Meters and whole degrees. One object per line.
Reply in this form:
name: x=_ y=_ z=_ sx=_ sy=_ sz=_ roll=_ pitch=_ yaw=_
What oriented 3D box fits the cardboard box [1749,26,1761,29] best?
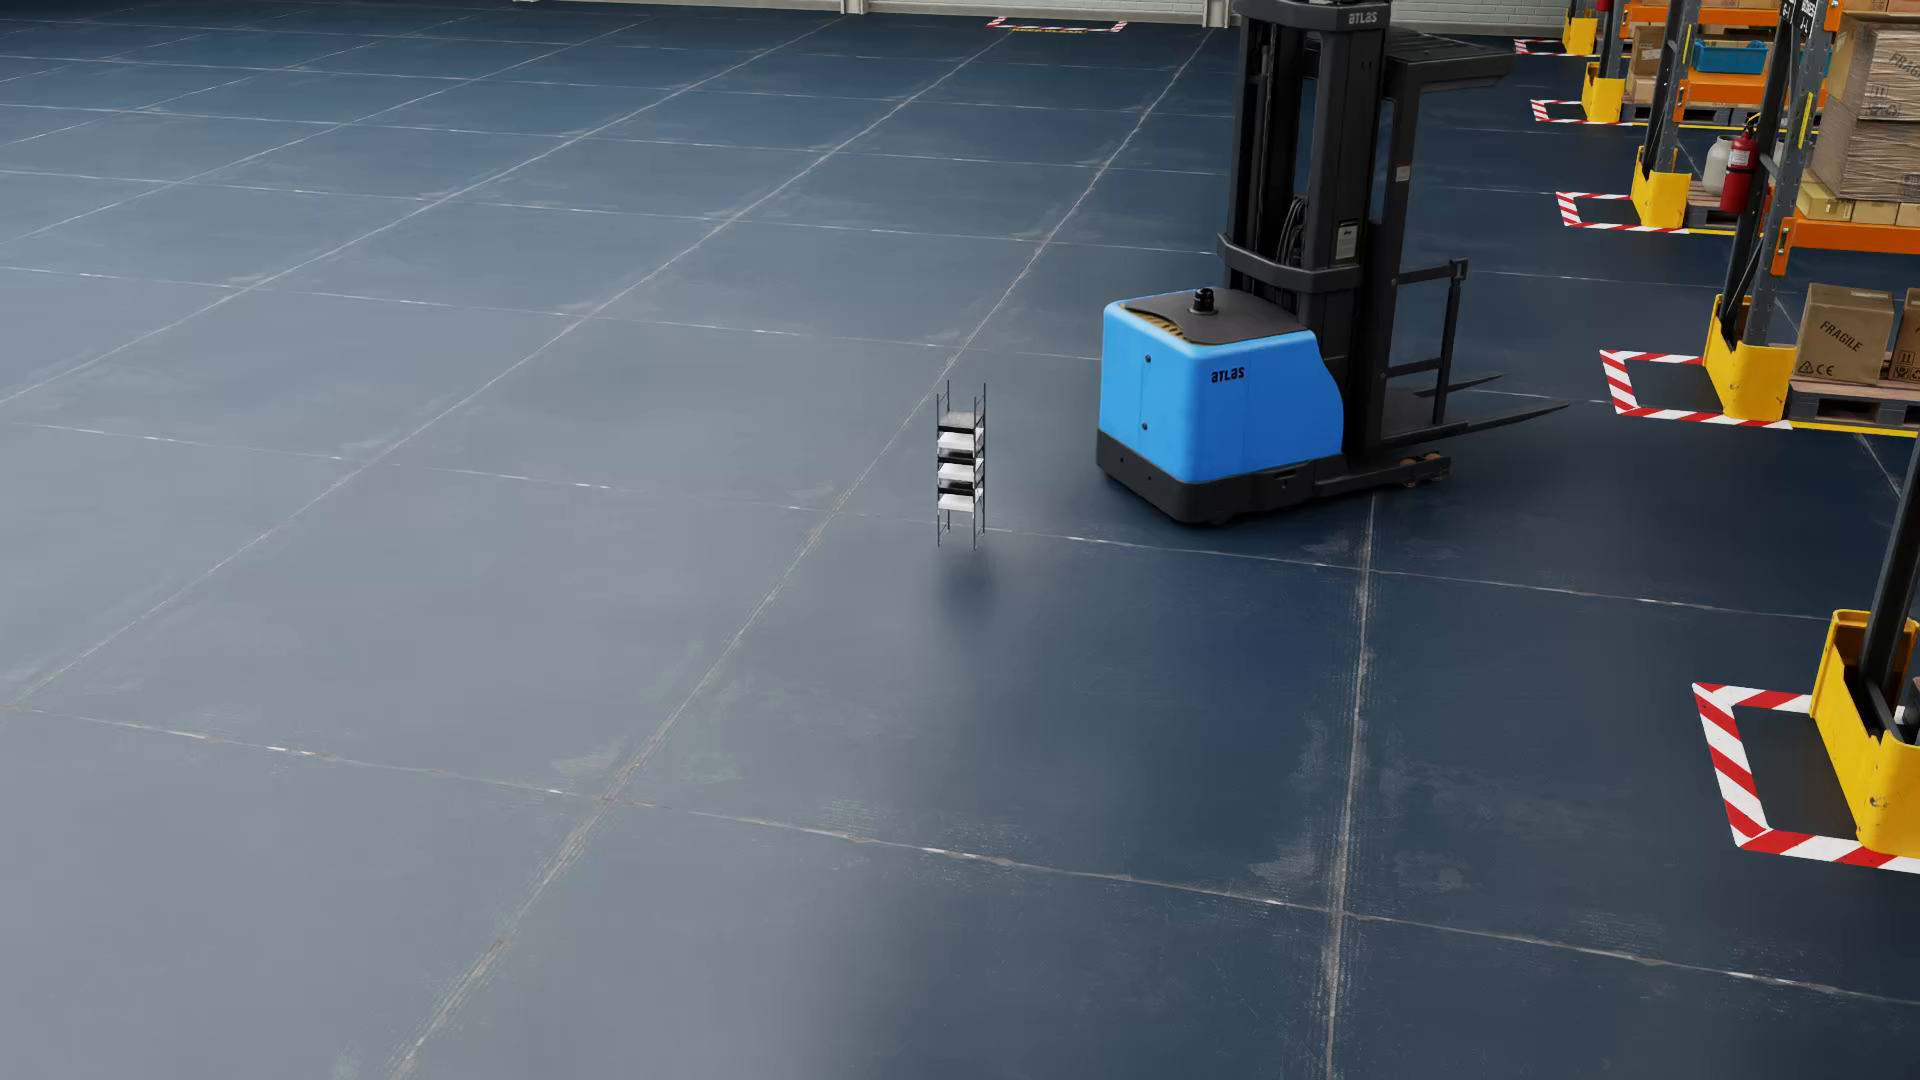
cardboard box: x=11.307 y=-7.238 z=23.767 sx=0.250 sy=0.149 sz=0.380 roll=4 pitch=26 yaw=9

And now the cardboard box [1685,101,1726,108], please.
cardboard box: x=8.696 y=-5.258 z=19.515 sx=0.500 sy=0.250 sz=0.500 roll=6 pitch=26 yaw=13

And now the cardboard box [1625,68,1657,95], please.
cardboard box: x=8.340 y=-5.526 z=20.077 sx=0.500 sy=0.250 sz=0.500 roll=6 pitch=26 yaw=13

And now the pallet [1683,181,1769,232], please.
pallet: x=7.380 y=-3.114 z=15.544 sx=1.213 sy=0.211 sz=1.003 roll=6 pitch=26 yaw=13

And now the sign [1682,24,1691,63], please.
sign: x=6.368 y=-4.347 z=14.569 sx=0.005 sy=0.325 sz=0.100 roll=6 pitch=26 yaw=13

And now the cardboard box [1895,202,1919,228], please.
cardboard box: x=5.968 y=-2.077 z=10.416 sx=0.250 sy=0.149 sz=0.380 roll=6 pitch=26 yaw=13

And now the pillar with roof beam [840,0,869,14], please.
pillar with roof beam: x=-2.824 y=-11.061 z=22.015 sx=0.400 sy=9.000 sz=9.100 roll=6 pitch=26 yaw=13

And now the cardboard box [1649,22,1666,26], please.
cardboard box: x=10.177 y=-7.387 z=23.892 sx=0.500 sy=0.311 sz=0.500 roll=9 pitch=27 yaw=17

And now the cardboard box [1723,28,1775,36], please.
cardboard box: x=9.312 y=-5.764 z=19.706 sx=0.500 sy=0.500 sz=0.500 roll=6 pitch=26 yaw=13

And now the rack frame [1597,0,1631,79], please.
rack frame: x=7.747 y=-6.512 z=19.439 sx=0.127 sy=3.000 sz=1.000 roll=6 pitch=26 yaw=13

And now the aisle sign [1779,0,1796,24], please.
aisle sign: x=5.291 y=-3.694 z=10.494 sx=0.004 sy=0.787 sz=0.394 roll=6 pitch=26 yaw=13

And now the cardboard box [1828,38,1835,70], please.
cardboard box: x=10.151 y=-5.440 z=19.024 sx=0.500 sy=0.500 sz=0.500 roll=6 pitch=26 yaw=13

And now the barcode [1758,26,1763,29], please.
barcode: x=11.467 y=-7.332 z=23.837 sx=0.075 sy=0.075 sz=0.001 roll=6 pitch=26 yaw=13

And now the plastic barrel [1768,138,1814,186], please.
plastic barrel: x=7.651 y=-3.424 z=15.359 sx=0.421 sy=0.512 sz=0.421 roll=0 pitch=25 yaw=0

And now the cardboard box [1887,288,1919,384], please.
cardboard box: x=6.464 y=-1.326 z=10.965 sx=0.500 sy=0.500 sz=0.500 roll=14 pitch=29 yaw=26

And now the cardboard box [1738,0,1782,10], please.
cardboard box: x=9.185 y=-6.392 z=19.070 sx=0.500 sy=0.500 sz=0.700 roll=6 pitch=26 yaw=13

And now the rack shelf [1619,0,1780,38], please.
rack shelf: x=9.684 y=-5.973 z=19.144 sx=4.000 sy=0.370 sz=1.077 roll=6 pitch=26 yaw=13

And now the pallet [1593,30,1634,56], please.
pallet: x=9.828 y=-7.206 z=24.140 sx=1.213 sy=0.211 sz=1.003 roll=6 pitch=26 yaw=13

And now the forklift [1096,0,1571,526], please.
forklift: x=2.374 y=-1.827 z=9.678 sx=3.031 sy=2.935 sz=1.130 roll=-12 pitch=28 yaw=-24

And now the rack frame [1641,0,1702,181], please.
rack frame: x=6.509 y=-4.450 z=15.108 sx=0.127 sy=3.000 sz=1.000 roll=6 pitch=26 yaw=13

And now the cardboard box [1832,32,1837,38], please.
cardboard box: x=10.281 y=-5.658 z=19.482 sx=0.500 sy=0.500 sz=0.500 roll=6 pitch=26 yaw=13

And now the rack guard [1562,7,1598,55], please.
rack guard: x=9.050 y=-7.438 z=24.292 sx=0.348 sy=0.500 sz=1.175 roll=6 pitch=26 yaw=13

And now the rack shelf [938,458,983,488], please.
rack shelf: x=0.008 y=-0.375 z=9.069 sx=0.200 sy=0.077 sz=0.258 roll=6 pitch=26 yaw=13

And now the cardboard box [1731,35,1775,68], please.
cardboard box: x=9.183 y=-5.548 z=19.251 sx=0.500 sy=0.500 sz=0.500 roll=6 pitch=26 yaw=13

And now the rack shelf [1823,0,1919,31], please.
rack shelf: x=7.213 y=-3.204 z=9.837 sx=4.000 sy=0.370 sz=1.077 roll=6 pitch=26 yaw=13

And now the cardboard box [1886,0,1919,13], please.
cardboard box: x=10.677 y=-6.228 z=18.725 sx=0.500 sy=0.500 sz=0.700 roll=6 pitch=26 yaw=12

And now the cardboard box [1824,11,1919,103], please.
cardboard box: x=5.870 y=-3.063 z=10.569 sx=0.500 sy=0.500 sz=0.500 roll=6 pitch=26 yaw=13

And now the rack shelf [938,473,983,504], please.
rack shelf: x=0.008 y=-0.294 z=9.108 sx=0.200 sy=0.077 sz=0.258 roll=6 pitch=26 yaw=13

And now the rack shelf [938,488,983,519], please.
rack shelf: x=0.008 y=-0.213 z=9.146 sx=0.200 sy=0.077 sz=0.258 roll=6 pitch=26 yaw=13

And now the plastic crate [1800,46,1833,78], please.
plastic crate: x=7.696 y=-4.382 z=15.138 sx=0.408 sy=0.251 sz=0.499 roll=6 pitch=26 yaw=13

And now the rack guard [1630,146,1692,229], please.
rack guard: x=6.595 y=-3.333 z=15.669 sx=0.348 sy=0.500 sz=1.175 roll=6 pitch=26 yaw=13

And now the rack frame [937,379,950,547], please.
rack frame: x=-0.091 y=-0.416 z=9.078 sx=0.006 sy=0.900 sz=0.240 roll=6 pitch=26 yaw=13

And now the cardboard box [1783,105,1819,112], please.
cardboard box: x=9.663 y=-5.149 z=19.286 sx=0.500 sy=0.250 sz=0.500 roll=6 pitch=26 yaw=13

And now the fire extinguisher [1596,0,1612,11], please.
fire extinguisher: x=7.748 y=-6.683 z=19.888 sx=0.183 sy=0.674 sz=0.296 roll=6 pitch=26 yaw=13

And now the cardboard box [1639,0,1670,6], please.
cardboard box: x=8.196 y=-6.502 z=19.301 sx=0.500 sy=0.500 sz=0.700 roll=6 pitch=26 yaw=13

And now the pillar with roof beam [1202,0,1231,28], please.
pillar with roof beam: x=2.987 y=-10.419 z=20.665 sx=0.400 sy=9.000 sz=9.100 roll=6 pitch=26 yaw=13

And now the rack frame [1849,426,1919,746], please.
rack frame: x=3.943 y=-0.334 z=6.463 sx=0.127 sy=3.000 sz=1.000 roll=6 pitch=26 yaw=13

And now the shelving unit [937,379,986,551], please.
shelving unit: x=0.008 y=-0.405 z=9.055 sx=0.210 sy=0.900 sz=0.258 roll=6 pitch=26 yaw=13

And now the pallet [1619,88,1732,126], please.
pallet: x=8.498 y=-5.189 z=19.903 sx=1.213 sy=0.211 sz=1.003 roll=6 pitch=26 yaw=13

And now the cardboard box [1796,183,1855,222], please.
cardboard box: x=5.492 y=-2.145 z=10.558 sx=0.250 sy=0.149 sz=0.380 roll=6 pitch=26 yaw=13
